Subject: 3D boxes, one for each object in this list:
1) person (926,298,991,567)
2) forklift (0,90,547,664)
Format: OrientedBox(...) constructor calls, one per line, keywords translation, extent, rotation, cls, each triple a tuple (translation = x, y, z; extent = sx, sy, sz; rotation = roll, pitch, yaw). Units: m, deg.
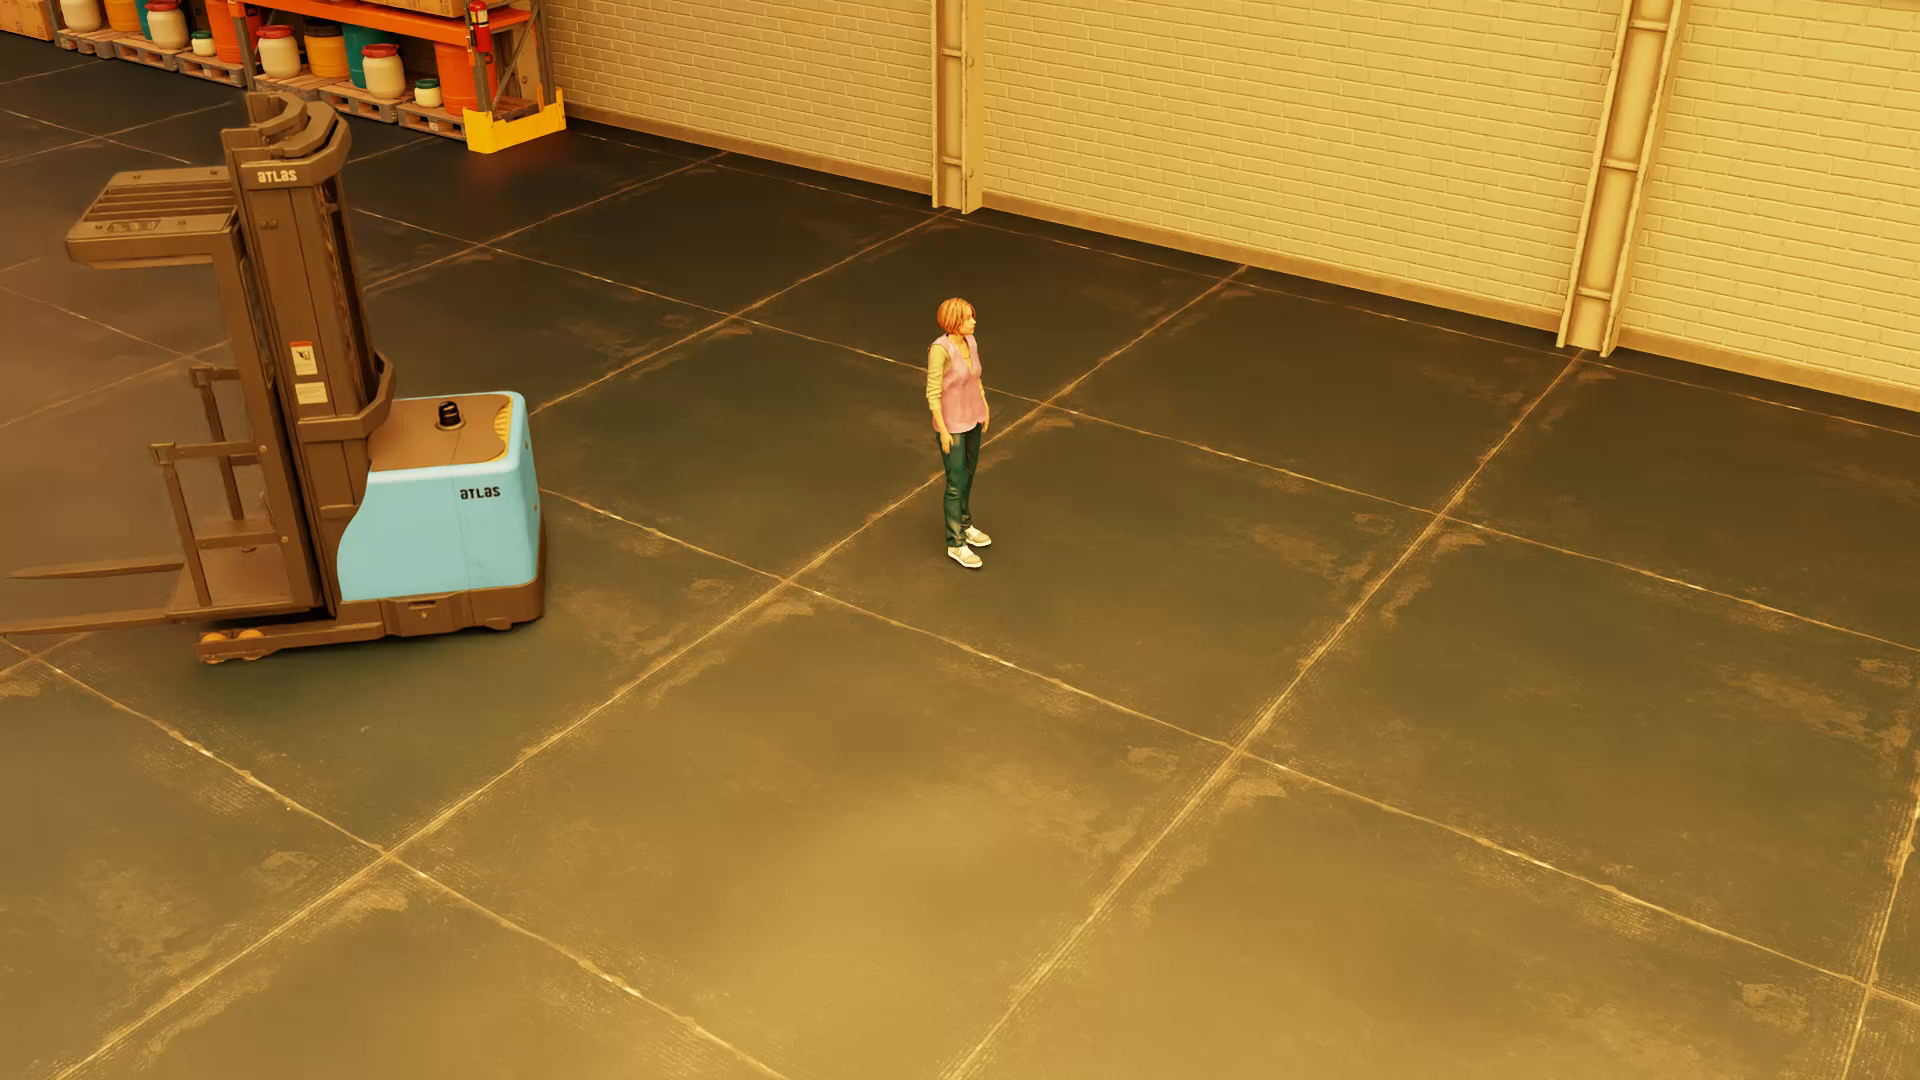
OrientedBox(translation=(0.054, -0.670, 10.050), extent=(0.473, 1.599, 0.521), rotation=(19, 35, 29), cls="person")
OrientedBox(translation=(-3.985, -0.864, 9.069), extent=(3.031, 2.935, 1.130), rotation=(-5, 31, -9), cls="forklift")
